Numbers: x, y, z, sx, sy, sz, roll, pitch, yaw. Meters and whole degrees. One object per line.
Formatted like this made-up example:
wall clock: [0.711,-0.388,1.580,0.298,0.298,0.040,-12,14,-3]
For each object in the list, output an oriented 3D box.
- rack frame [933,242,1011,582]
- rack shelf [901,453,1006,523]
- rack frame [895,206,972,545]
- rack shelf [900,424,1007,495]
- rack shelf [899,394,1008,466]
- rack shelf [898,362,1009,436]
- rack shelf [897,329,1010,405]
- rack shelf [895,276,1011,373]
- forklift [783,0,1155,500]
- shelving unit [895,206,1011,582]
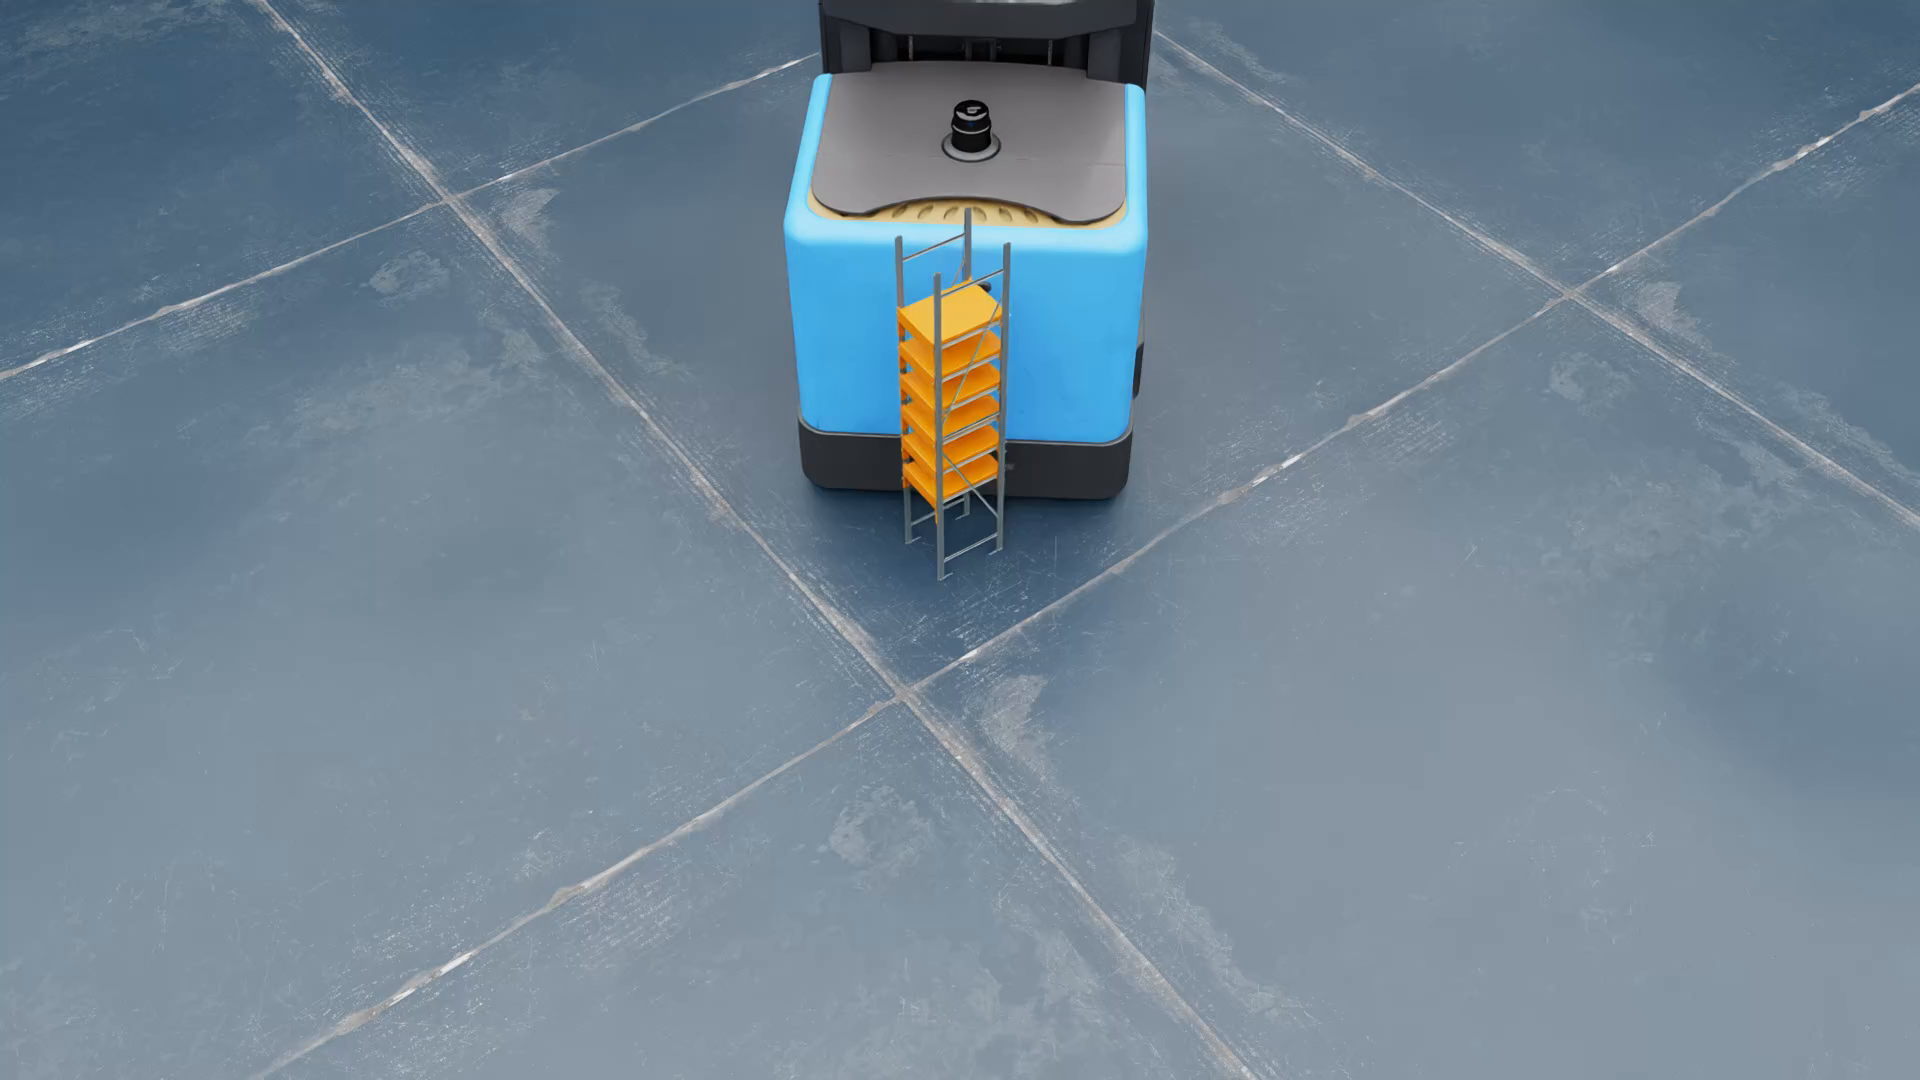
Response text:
rack frame: [0.032,-0.324,4.734,0.240,1.200,0.006,-27,53,-22]
rack shelf: [-0.019,-0.189,4.996,0.258,0.103,0.180,-27,53,-22]
rack frame: [-0.070,-0.437,4.836,0.240,1.200,0.006,-27,53,-22]
rack shelf: [-0.019,-0.270,4.907,0.258,0.103,0.180,-27,53,-22]
rack shelf: [-0.019,-0.351,4.818,0.258,0.103,0.180,-27,53,-22]
rack shelf: [-0.019,-0.431,4.729,0.258,0.103,0.180,-27,53,-22]
rack shelf: [-0.019,-0.512,4.640,0.258,0.103,0.180,-27,53,-22]
rack shelf: [-0.019,-0.592,4.551,0.258,0.103,0.180,-27,53,-22]
forklift: [0.099,-2.203,5.268,1.130,2.935,3.031,3,48,2]
shelving unit: [-0.019,-0.380,4.785,0.258,1.200,0.189,-27,53,-22]
